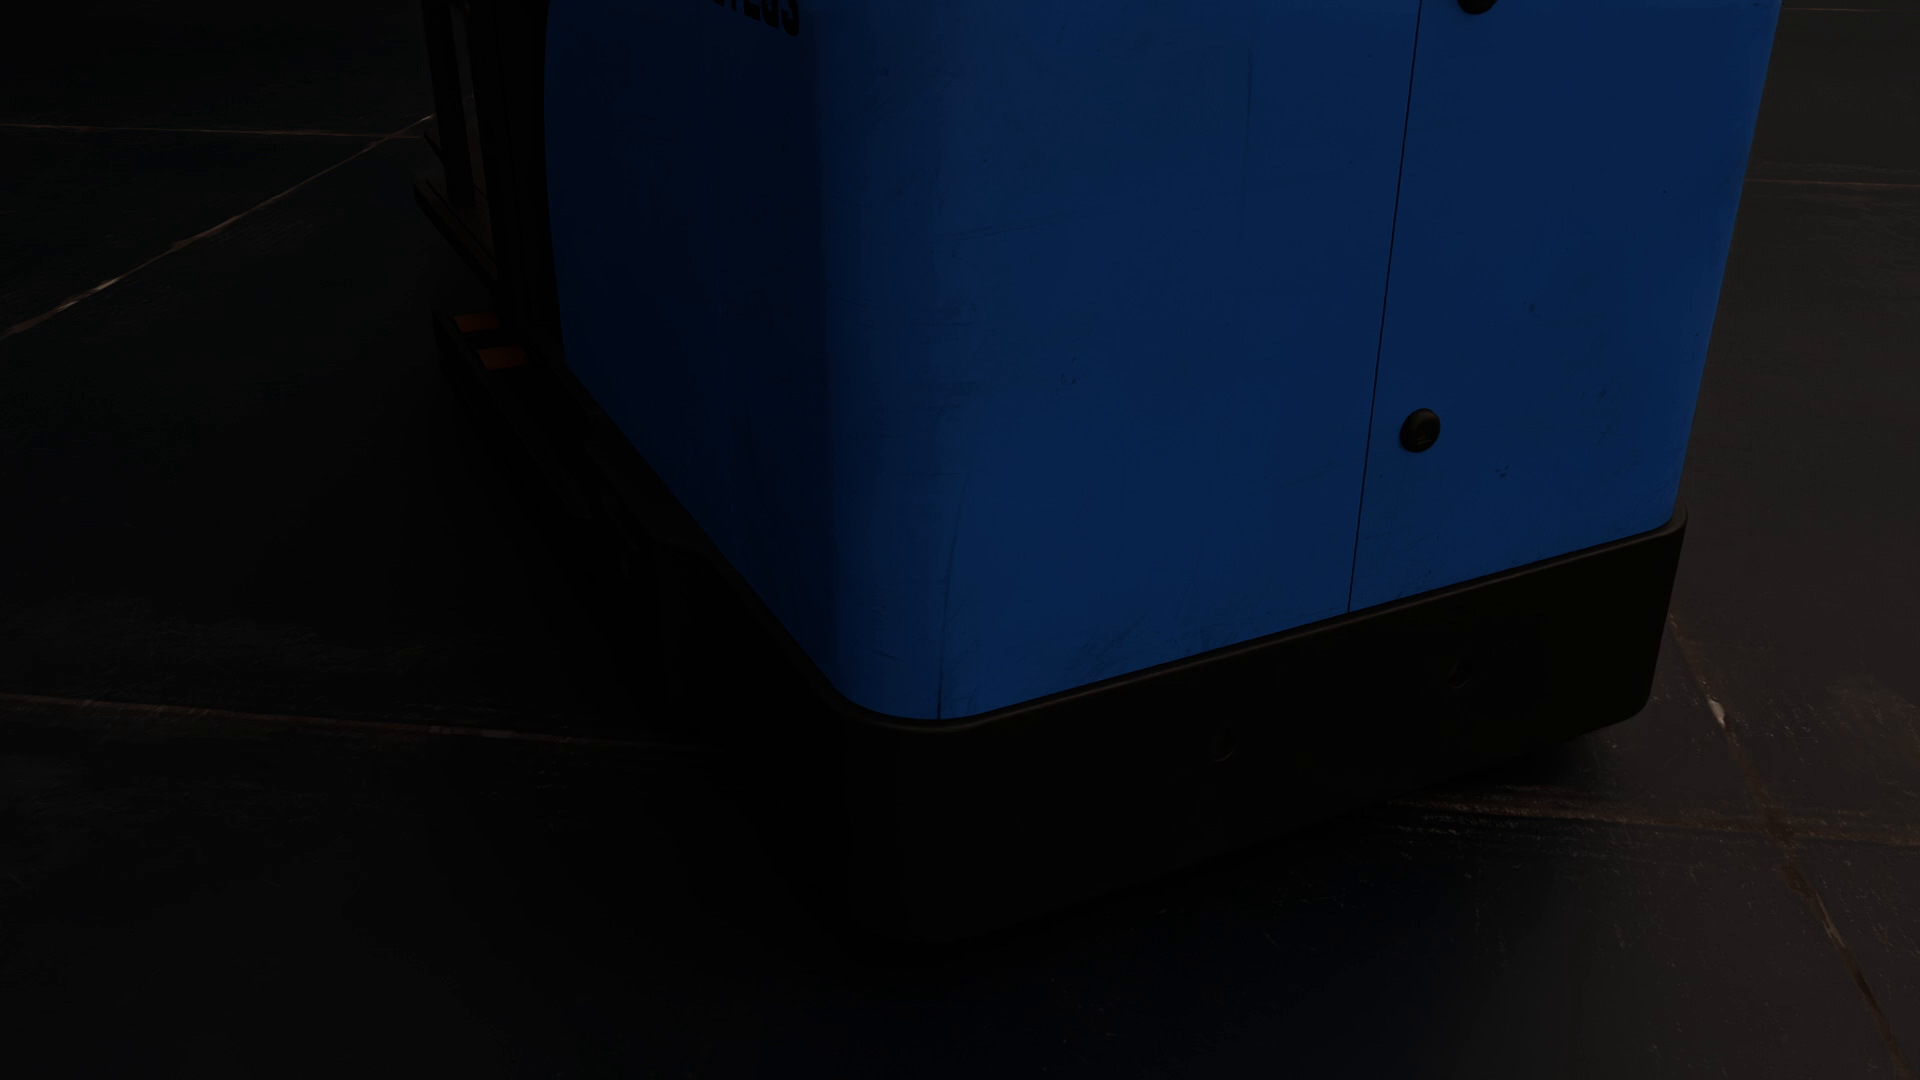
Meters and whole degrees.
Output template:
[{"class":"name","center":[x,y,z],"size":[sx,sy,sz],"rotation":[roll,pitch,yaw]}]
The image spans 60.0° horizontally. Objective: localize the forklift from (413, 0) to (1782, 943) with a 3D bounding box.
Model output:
[{"class":"forklift","center":[-0.290,-1.558,2.339],"size":[1.130,2.935,3.031],"rotation":[-13,29,-24]}]
